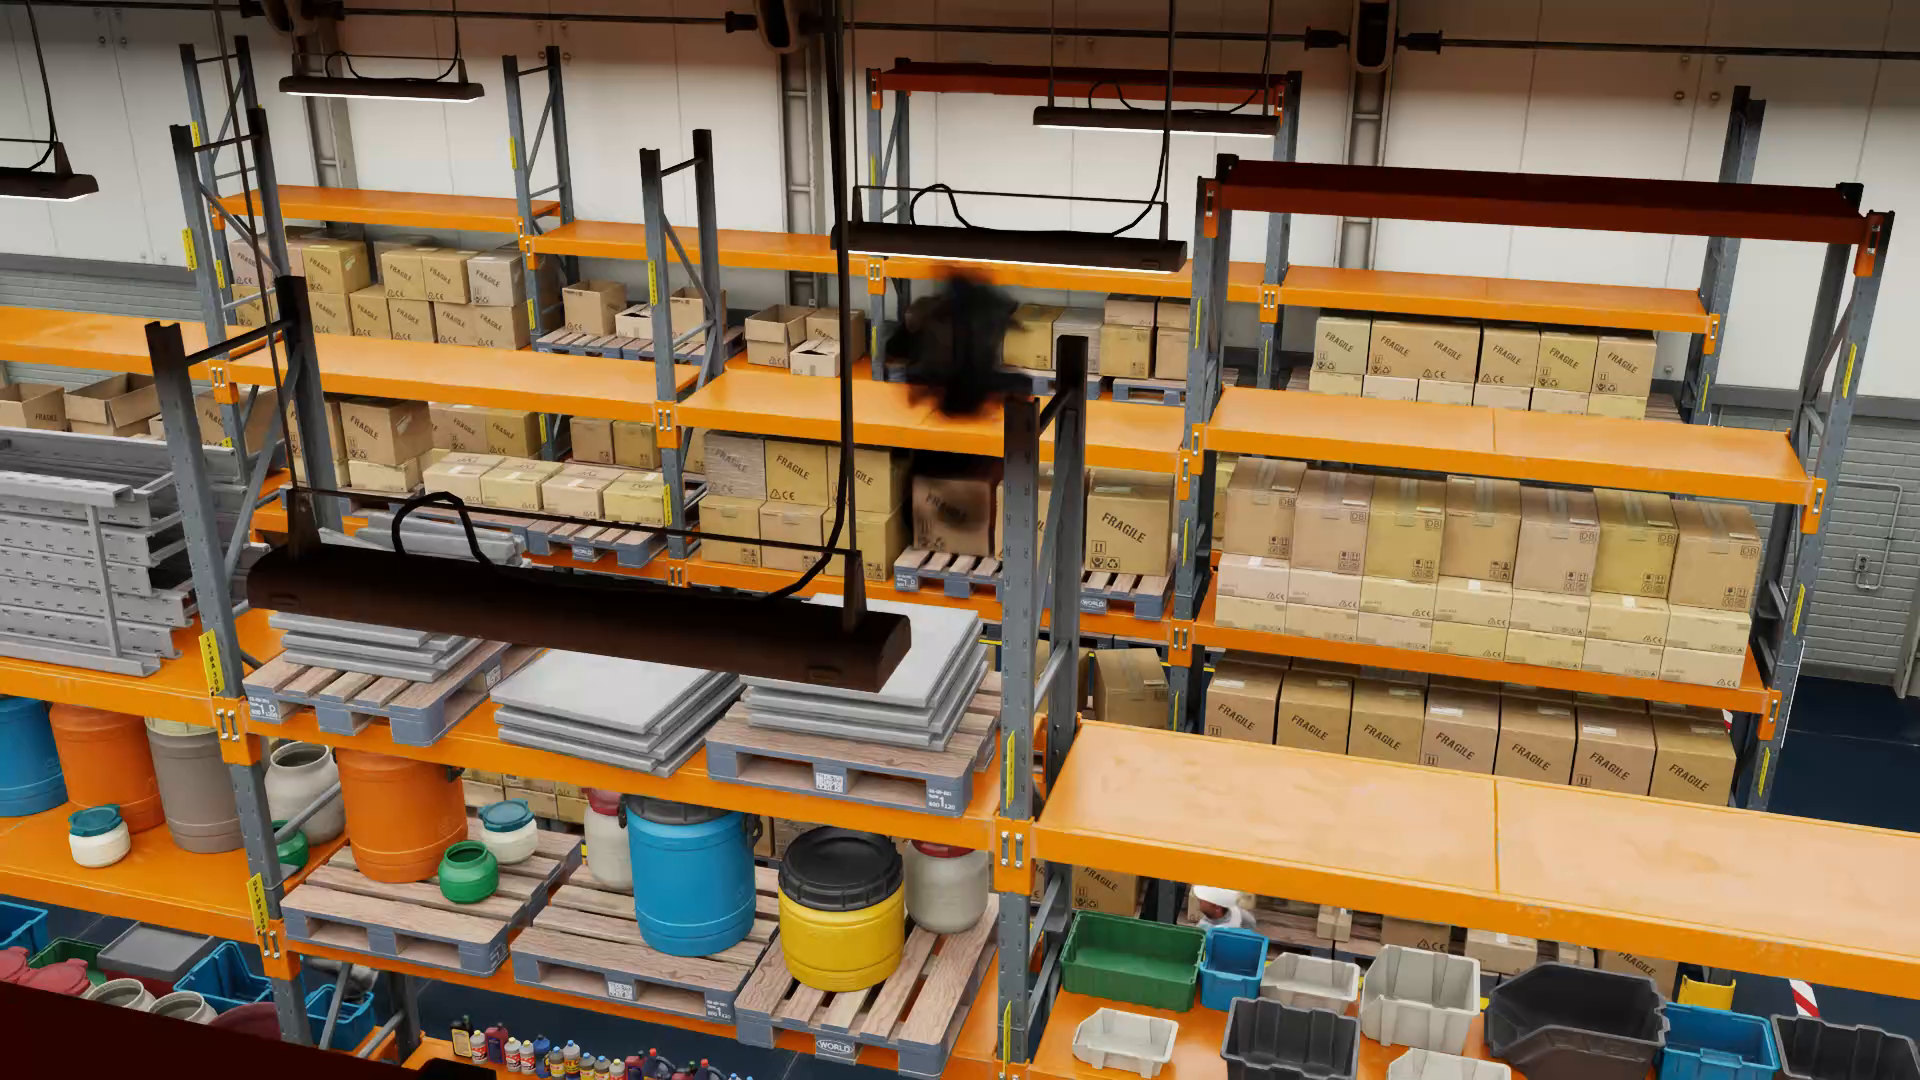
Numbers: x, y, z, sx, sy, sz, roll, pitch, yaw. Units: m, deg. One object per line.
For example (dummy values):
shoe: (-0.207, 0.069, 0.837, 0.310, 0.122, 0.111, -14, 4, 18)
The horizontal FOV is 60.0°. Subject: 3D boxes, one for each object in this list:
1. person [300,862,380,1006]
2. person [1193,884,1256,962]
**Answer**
person: (-4.576, 2.641, 12.151, 0.622, 1.732, 0.659, 2, 23, 5)
person: (1.709, 3.034, 11.178, 0.834, 1.825, 0.621, 1, 23, 3)
